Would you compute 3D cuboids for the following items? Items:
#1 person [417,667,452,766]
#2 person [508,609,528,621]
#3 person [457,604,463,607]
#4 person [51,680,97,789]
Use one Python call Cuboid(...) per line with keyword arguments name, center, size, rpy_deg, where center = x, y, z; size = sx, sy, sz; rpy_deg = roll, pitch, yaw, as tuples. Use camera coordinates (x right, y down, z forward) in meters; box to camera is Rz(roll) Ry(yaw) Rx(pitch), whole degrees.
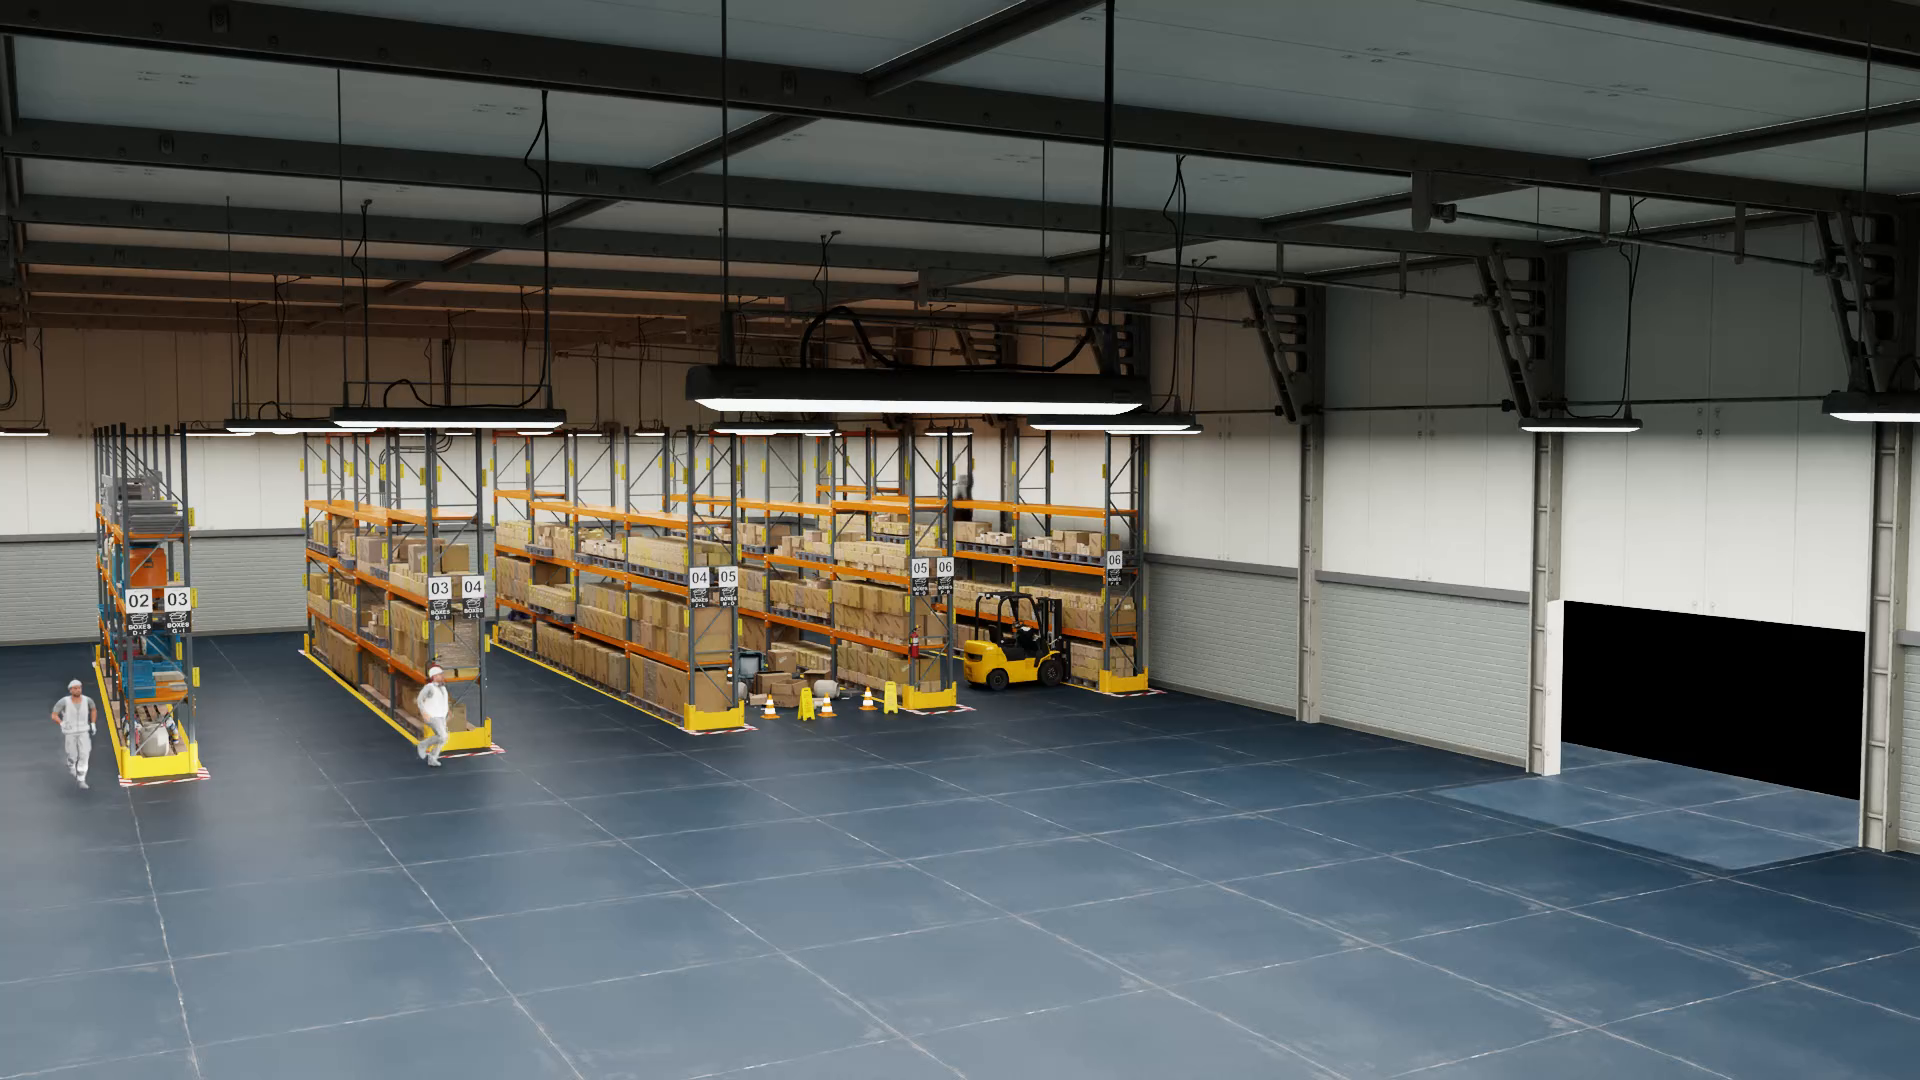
Cuboid(name="person", center=(-9.219, 3.097, 29.347), size=(0.535, 1.698, 0.683), rpy_deg=(1, 4, 18))
Cuboid(name="person", center=(-12.798, 1.985, 48.421), size=(0.856, 1.684, 0.603), rpy_deg=(-2, 4, -31))
Cuboid(name="person", center=(-14.200, 2.044, 47.007), size=(0.769, 1.678, 0.745), rpy_deg=(1, 4, 21))
Cuboid(name="person", center=(-14.615, 3.188, 27.488), size=(0.698, 1.770, 0.762), rpy_deg=(-3, 4, -39))
